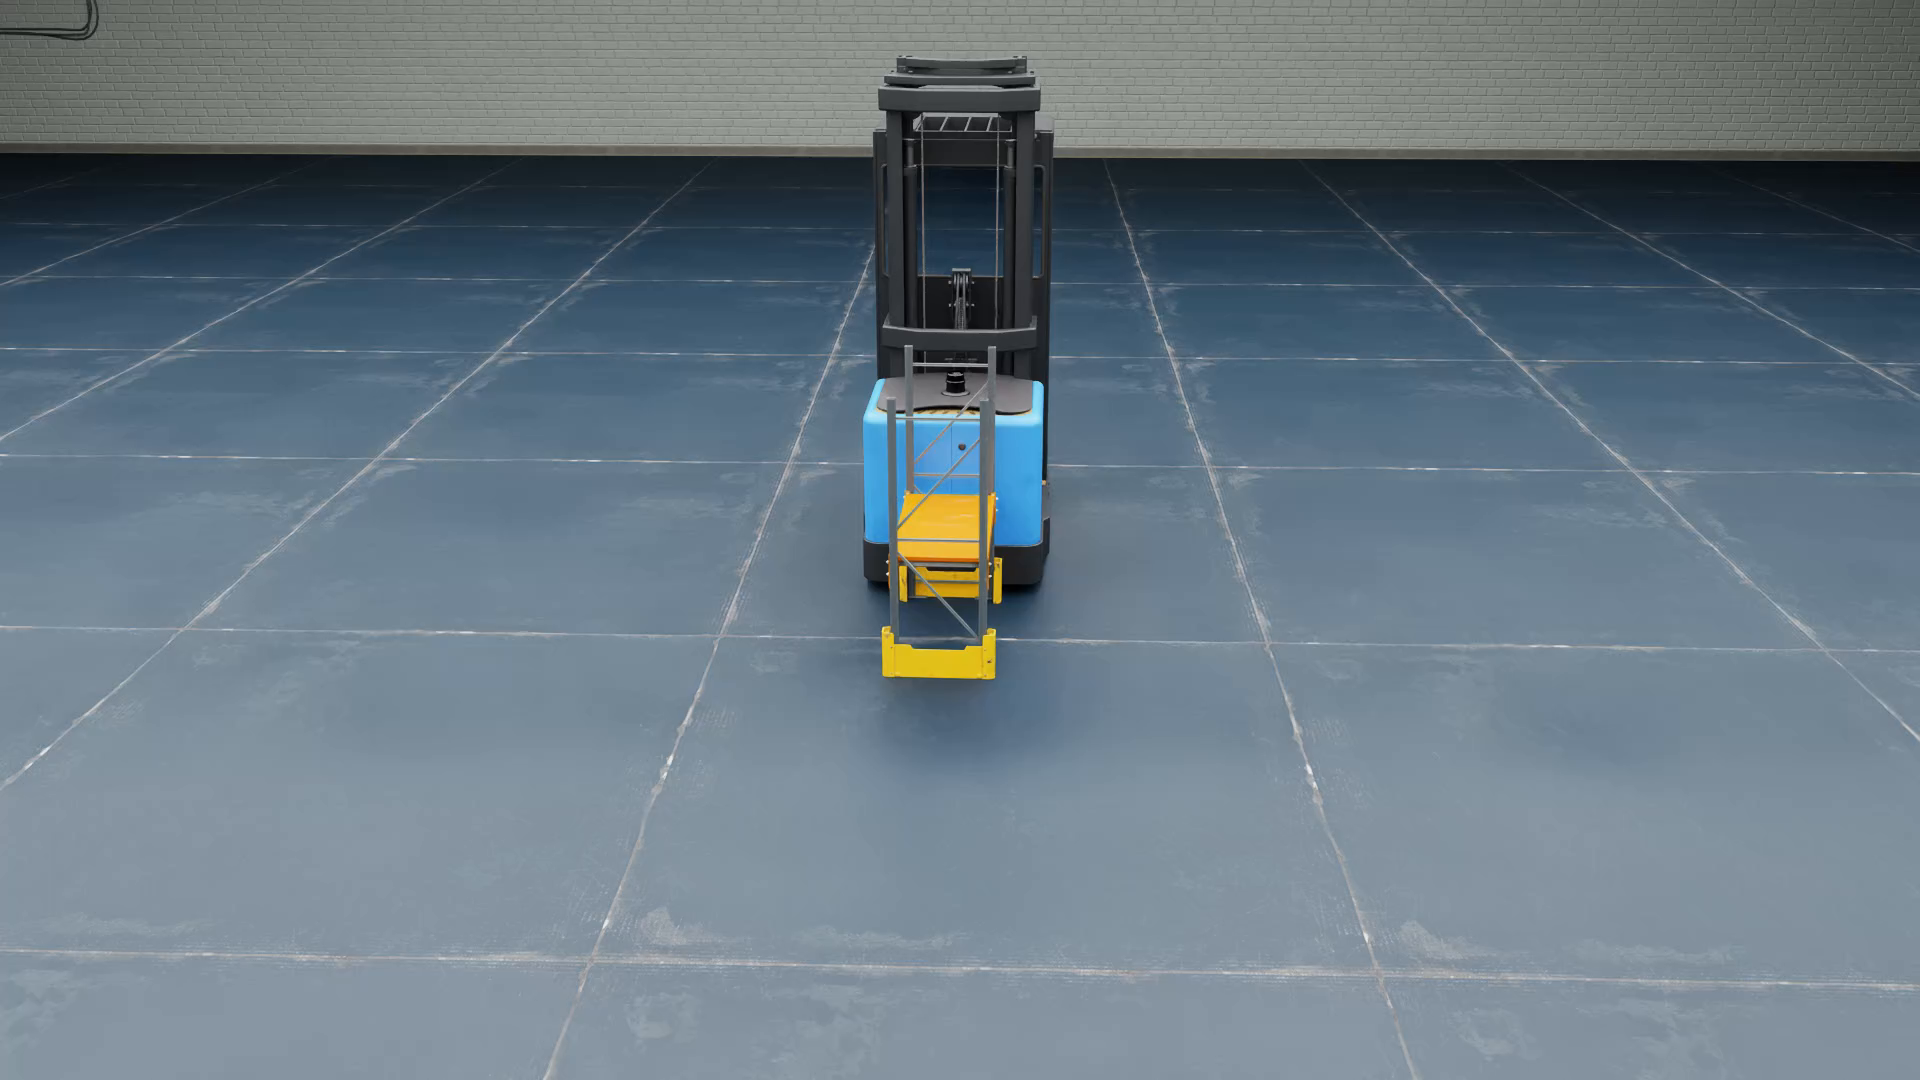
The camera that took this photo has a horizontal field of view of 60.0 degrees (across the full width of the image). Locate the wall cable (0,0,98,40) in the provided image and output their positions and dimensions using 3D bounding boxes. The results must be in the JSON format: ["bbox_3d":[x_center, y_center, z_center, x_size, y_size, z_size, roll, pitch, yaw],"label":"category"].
[{"bbox_3d":[-14.763,-8.861,25.219,3.097,2.526,0.112,1,21,2],"label":"wall cable"}]

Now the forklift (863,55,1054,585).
[{"bbox_3d":[0.034,-1.594,10.586,1.130,2.935,3.031,1,21,3],"label":"forklift"}]

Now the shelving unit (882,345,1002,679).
[{"bbox_3d":[-0.082,-0.174,8.905,0.587,1.500,1.083,1,21,3],"label":"shelving unit"}]

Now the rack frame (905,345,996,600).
[{"bbox_3d":[-0.053,-0.361,9.386,0.500,1.500,0.032,1,21,3],"label":"rack frame"}]

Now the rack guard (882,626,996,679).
[{"bbox_3d":[-0.110,0.588,8.667,0.587,0.250,0.087,1,21,3],"label":"rack guard"}]

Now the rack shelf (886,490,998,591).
[{"bbox_3d":[-0.082,-0.010,8.978,0.538,0.185,1.000,1,21,3],"label":"rack shelf"}]

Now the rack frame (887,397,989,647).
[{"bbox_3d":[-0.110,0.006,8.440,0.500,1.500,0.032,1,21,3],"label":"rack frame"}]

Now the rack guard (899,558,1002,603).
[{"bbox_3d":[-0.054,0.229,9.594,0.587,0.250,0.087,1,21,3],"label":"rack guard"}]
